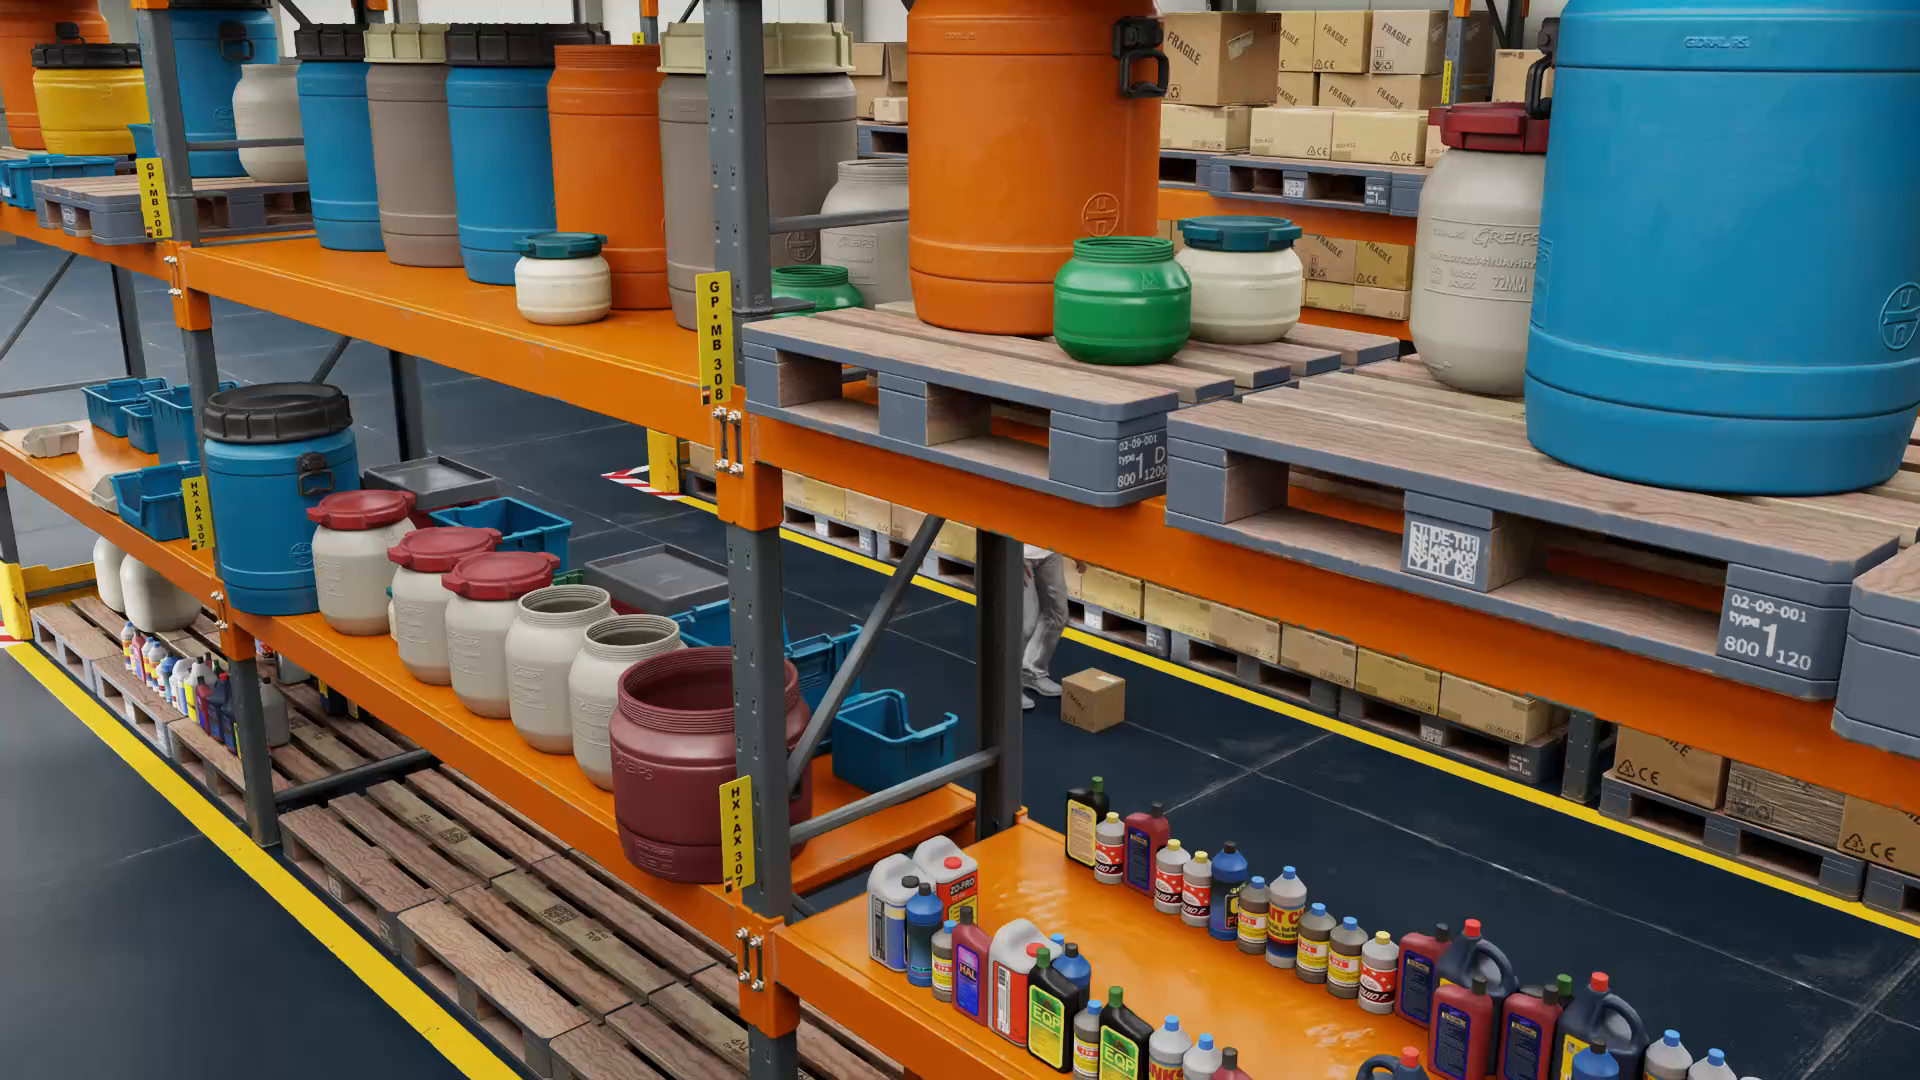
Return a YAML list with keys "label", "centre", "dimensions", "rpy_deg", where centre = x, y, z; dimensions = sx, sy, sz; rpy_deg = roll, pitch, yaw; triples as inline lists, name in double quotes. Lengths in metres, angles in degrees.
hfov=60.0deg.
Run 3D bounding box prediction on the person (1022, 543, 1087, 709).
- label: "person"
  centre: [0.425, 0.079, 9.337]
  dimensions: [0.591, 1.717, 0.453]
  rpy_deg: [-15, 23, -41]
